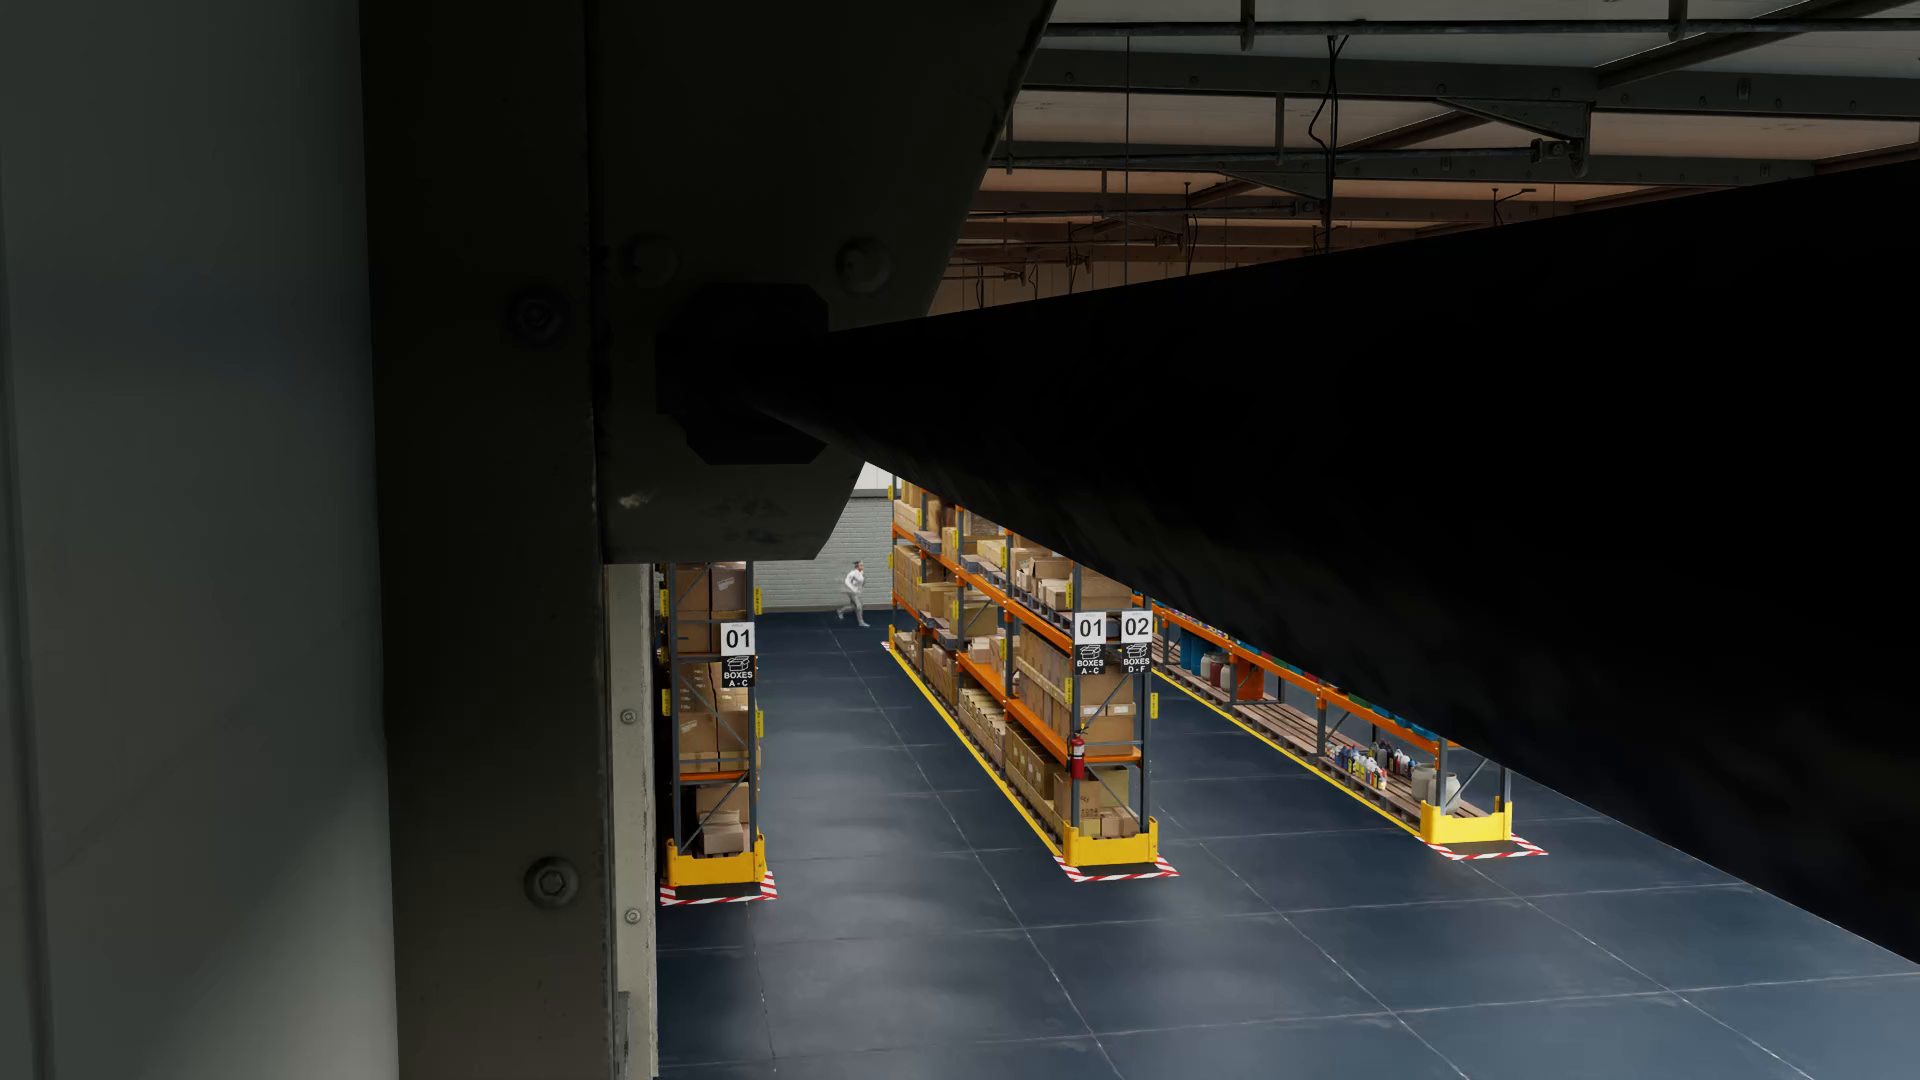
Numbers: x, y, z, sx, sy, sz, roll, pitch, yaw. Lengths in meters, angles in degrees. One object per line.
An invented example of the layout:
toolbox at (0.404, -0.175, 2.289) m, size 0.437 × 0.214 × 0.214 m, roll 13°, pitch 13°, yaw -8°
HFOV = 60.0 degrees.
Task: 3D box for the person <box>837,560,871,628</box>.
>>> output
person at (-2.577, 1.256, 39.458) m, size 0.891 × 1.637 × 0.625 m, roll 4°, pitch 7°, yaw 30°
